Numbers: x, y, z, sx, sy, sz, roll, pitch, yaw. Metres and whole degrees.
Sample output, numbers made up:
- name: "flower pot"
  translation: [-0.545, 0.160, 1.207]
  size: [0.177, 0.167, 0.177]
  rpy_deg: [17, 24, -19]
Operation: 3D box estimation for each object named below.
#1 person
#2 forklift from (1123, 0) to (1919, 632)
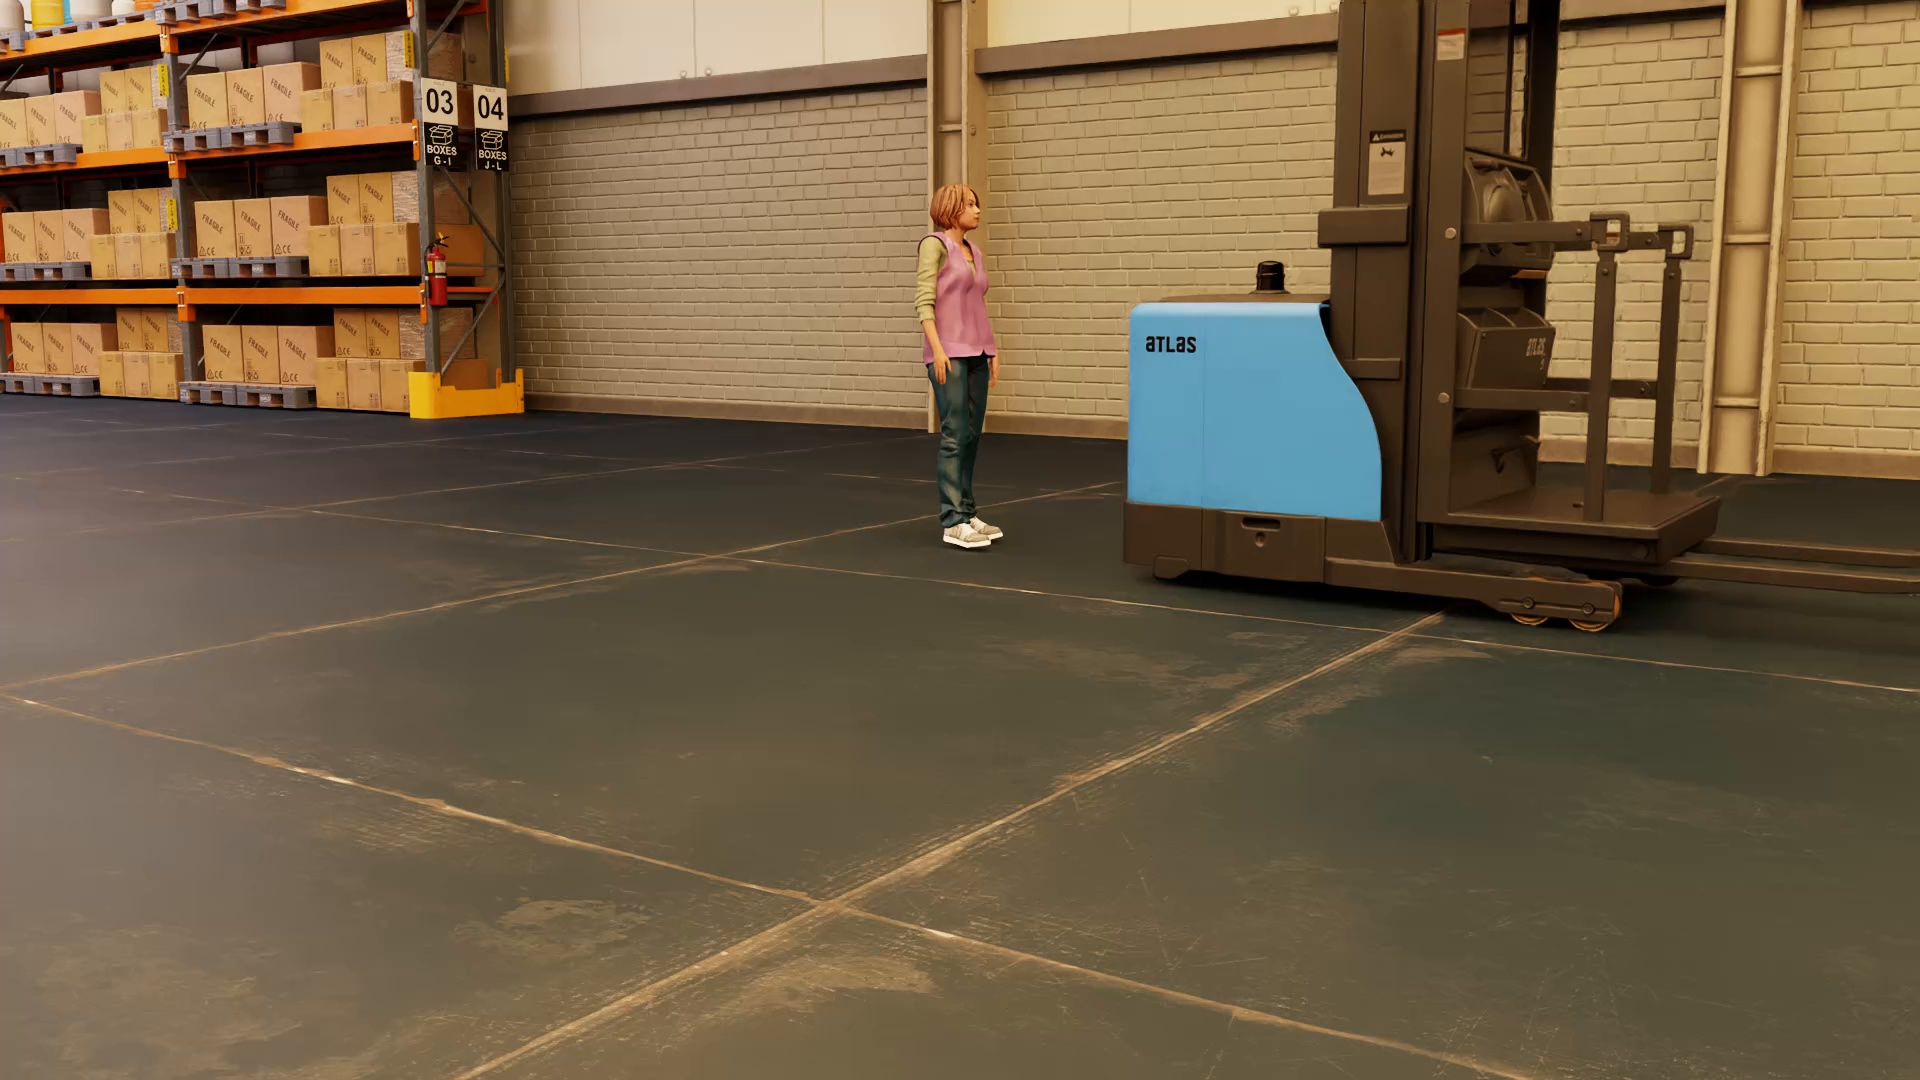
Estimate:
- name: "person"
  translation: [0.054, -0.790, 7.438]
  size: [0.473, 1.599, 0.521]
  rpy_deg: [5, 10, 34]
- name: "forklift"
  translation: [2.140, -1.233, 5.861]
  size: [3.031, 2.935, 1.130]
  rpy_deg: [6, 10, 34]
